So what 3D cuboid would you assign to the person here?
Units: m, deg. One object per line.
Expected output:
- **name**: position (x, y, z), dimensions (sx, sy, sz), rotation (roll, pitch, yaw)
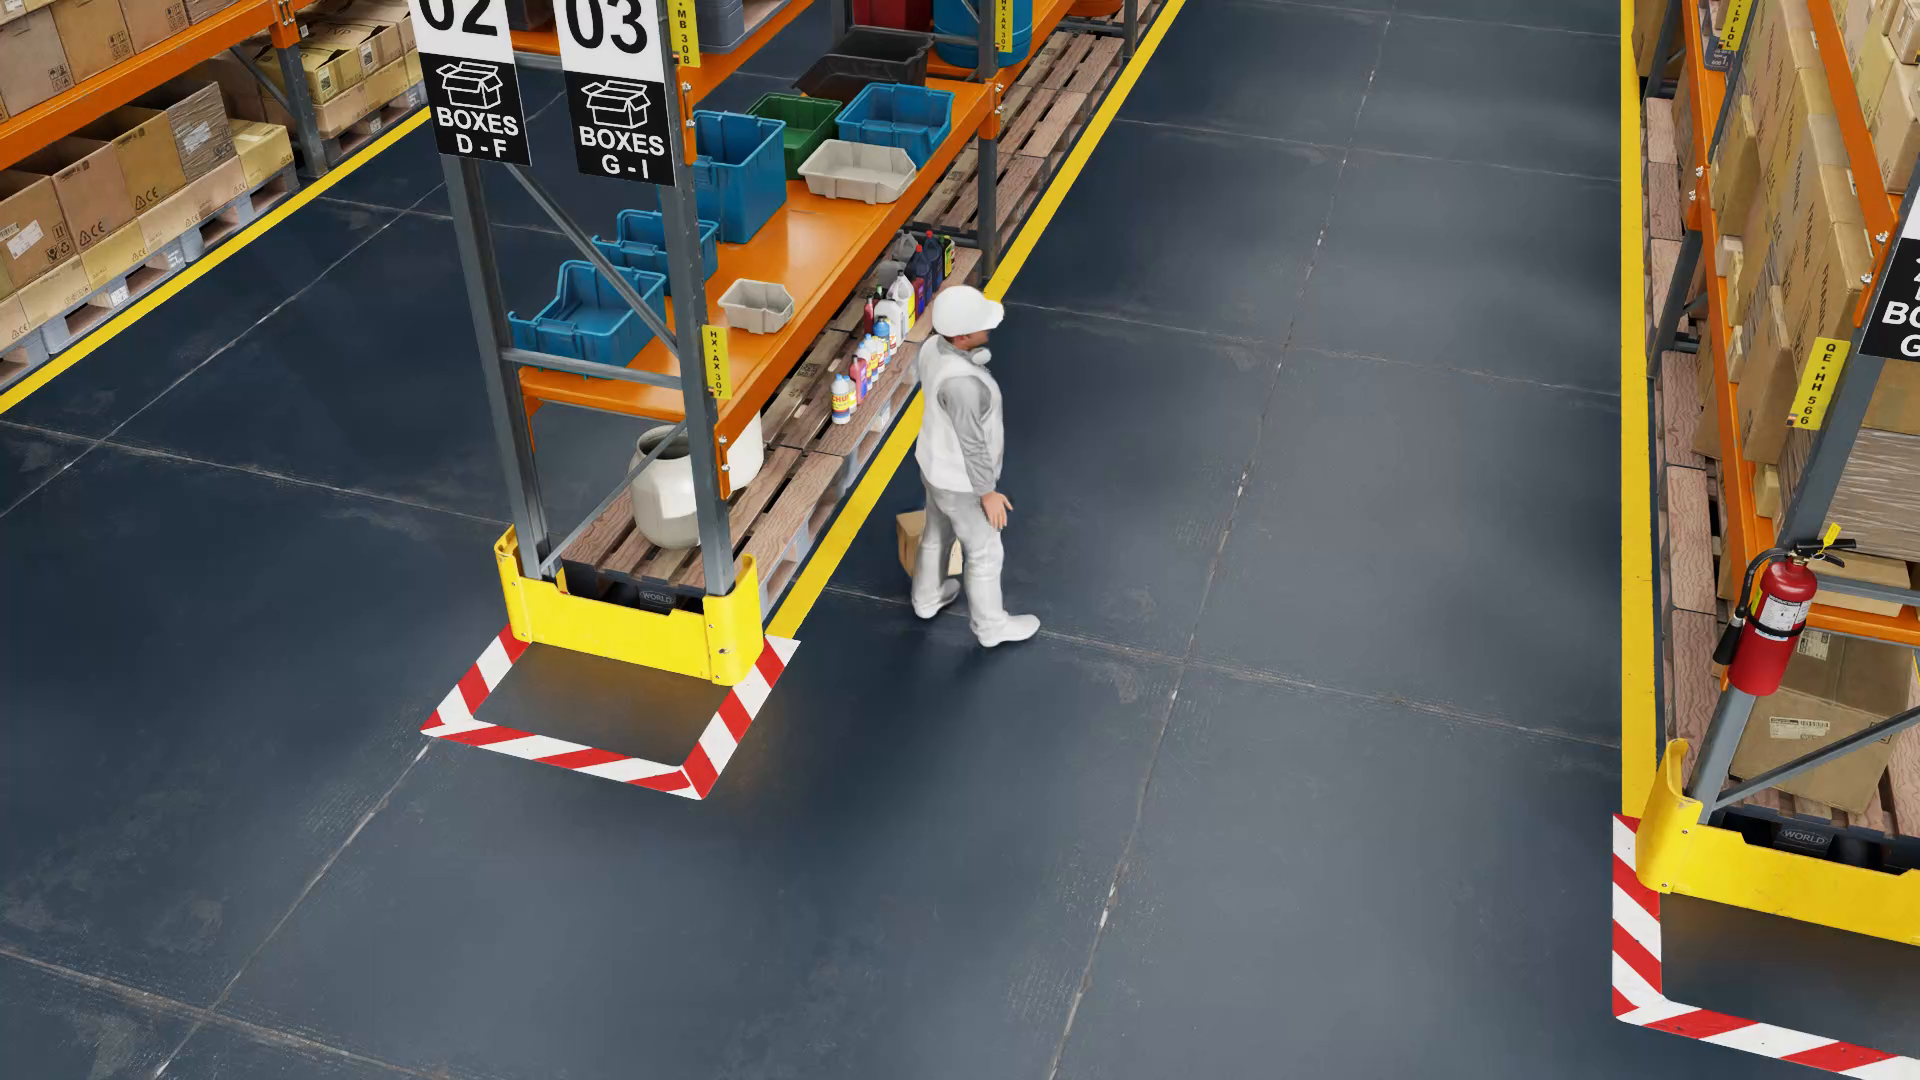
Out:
- **person**: position (0.071, -0.321, 7.258), dimensions (0.546, 1.775, 0.611), rotation (-10, 38, -13)
